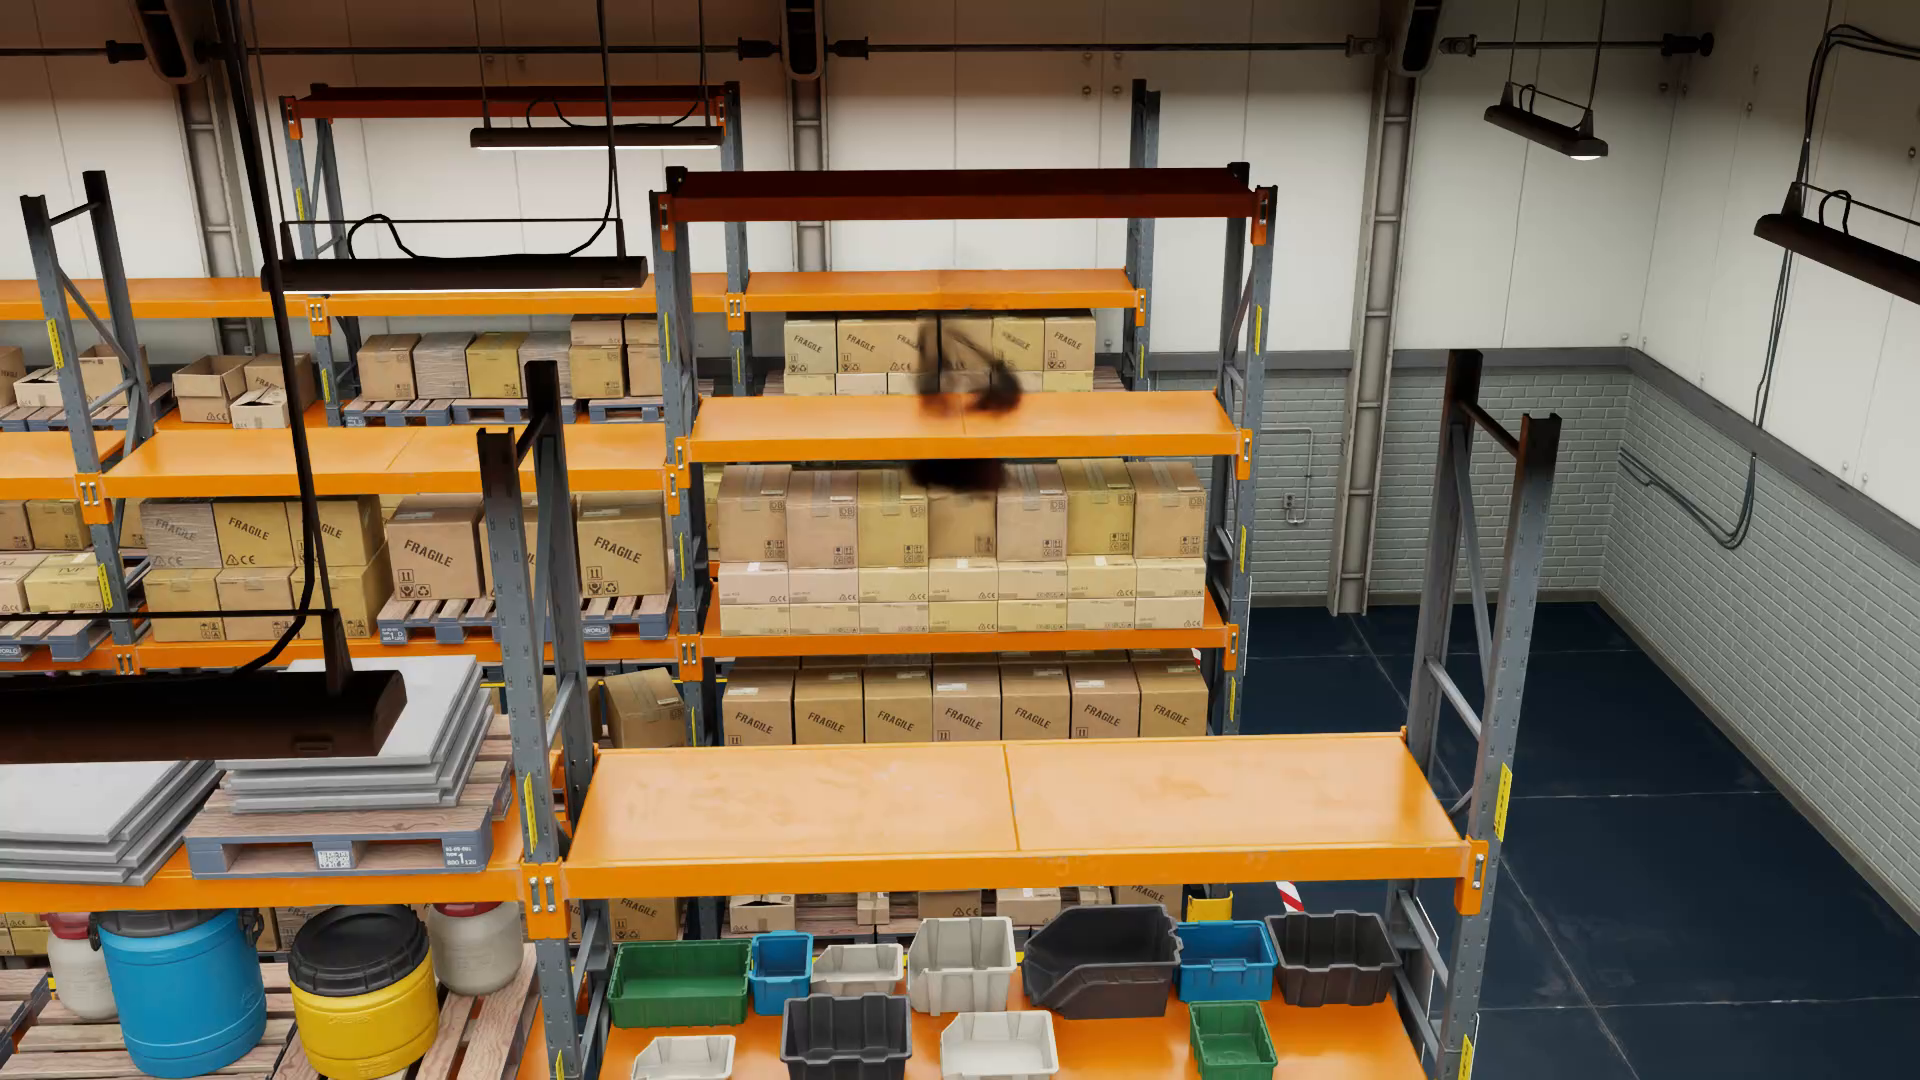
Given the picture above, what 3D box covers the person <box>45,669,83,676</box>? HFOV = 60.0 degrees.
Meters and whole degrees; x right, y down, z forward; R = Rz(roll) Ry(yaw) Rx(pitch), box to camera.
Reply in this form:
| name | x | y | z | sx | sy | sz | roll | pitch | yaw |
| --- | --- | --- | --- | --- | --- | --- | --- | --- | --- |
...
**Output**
| name | x | y | z | sx | sy | sz | roll | pitch | yaw |
| --- | --- | --- | --- | --- | --- | --- | --- | --- | --- |
| person | -8.199 | 1.522 | 15.299 | 0.576 | 1.561 | 0.534 | -7 | 23 | -16 |
